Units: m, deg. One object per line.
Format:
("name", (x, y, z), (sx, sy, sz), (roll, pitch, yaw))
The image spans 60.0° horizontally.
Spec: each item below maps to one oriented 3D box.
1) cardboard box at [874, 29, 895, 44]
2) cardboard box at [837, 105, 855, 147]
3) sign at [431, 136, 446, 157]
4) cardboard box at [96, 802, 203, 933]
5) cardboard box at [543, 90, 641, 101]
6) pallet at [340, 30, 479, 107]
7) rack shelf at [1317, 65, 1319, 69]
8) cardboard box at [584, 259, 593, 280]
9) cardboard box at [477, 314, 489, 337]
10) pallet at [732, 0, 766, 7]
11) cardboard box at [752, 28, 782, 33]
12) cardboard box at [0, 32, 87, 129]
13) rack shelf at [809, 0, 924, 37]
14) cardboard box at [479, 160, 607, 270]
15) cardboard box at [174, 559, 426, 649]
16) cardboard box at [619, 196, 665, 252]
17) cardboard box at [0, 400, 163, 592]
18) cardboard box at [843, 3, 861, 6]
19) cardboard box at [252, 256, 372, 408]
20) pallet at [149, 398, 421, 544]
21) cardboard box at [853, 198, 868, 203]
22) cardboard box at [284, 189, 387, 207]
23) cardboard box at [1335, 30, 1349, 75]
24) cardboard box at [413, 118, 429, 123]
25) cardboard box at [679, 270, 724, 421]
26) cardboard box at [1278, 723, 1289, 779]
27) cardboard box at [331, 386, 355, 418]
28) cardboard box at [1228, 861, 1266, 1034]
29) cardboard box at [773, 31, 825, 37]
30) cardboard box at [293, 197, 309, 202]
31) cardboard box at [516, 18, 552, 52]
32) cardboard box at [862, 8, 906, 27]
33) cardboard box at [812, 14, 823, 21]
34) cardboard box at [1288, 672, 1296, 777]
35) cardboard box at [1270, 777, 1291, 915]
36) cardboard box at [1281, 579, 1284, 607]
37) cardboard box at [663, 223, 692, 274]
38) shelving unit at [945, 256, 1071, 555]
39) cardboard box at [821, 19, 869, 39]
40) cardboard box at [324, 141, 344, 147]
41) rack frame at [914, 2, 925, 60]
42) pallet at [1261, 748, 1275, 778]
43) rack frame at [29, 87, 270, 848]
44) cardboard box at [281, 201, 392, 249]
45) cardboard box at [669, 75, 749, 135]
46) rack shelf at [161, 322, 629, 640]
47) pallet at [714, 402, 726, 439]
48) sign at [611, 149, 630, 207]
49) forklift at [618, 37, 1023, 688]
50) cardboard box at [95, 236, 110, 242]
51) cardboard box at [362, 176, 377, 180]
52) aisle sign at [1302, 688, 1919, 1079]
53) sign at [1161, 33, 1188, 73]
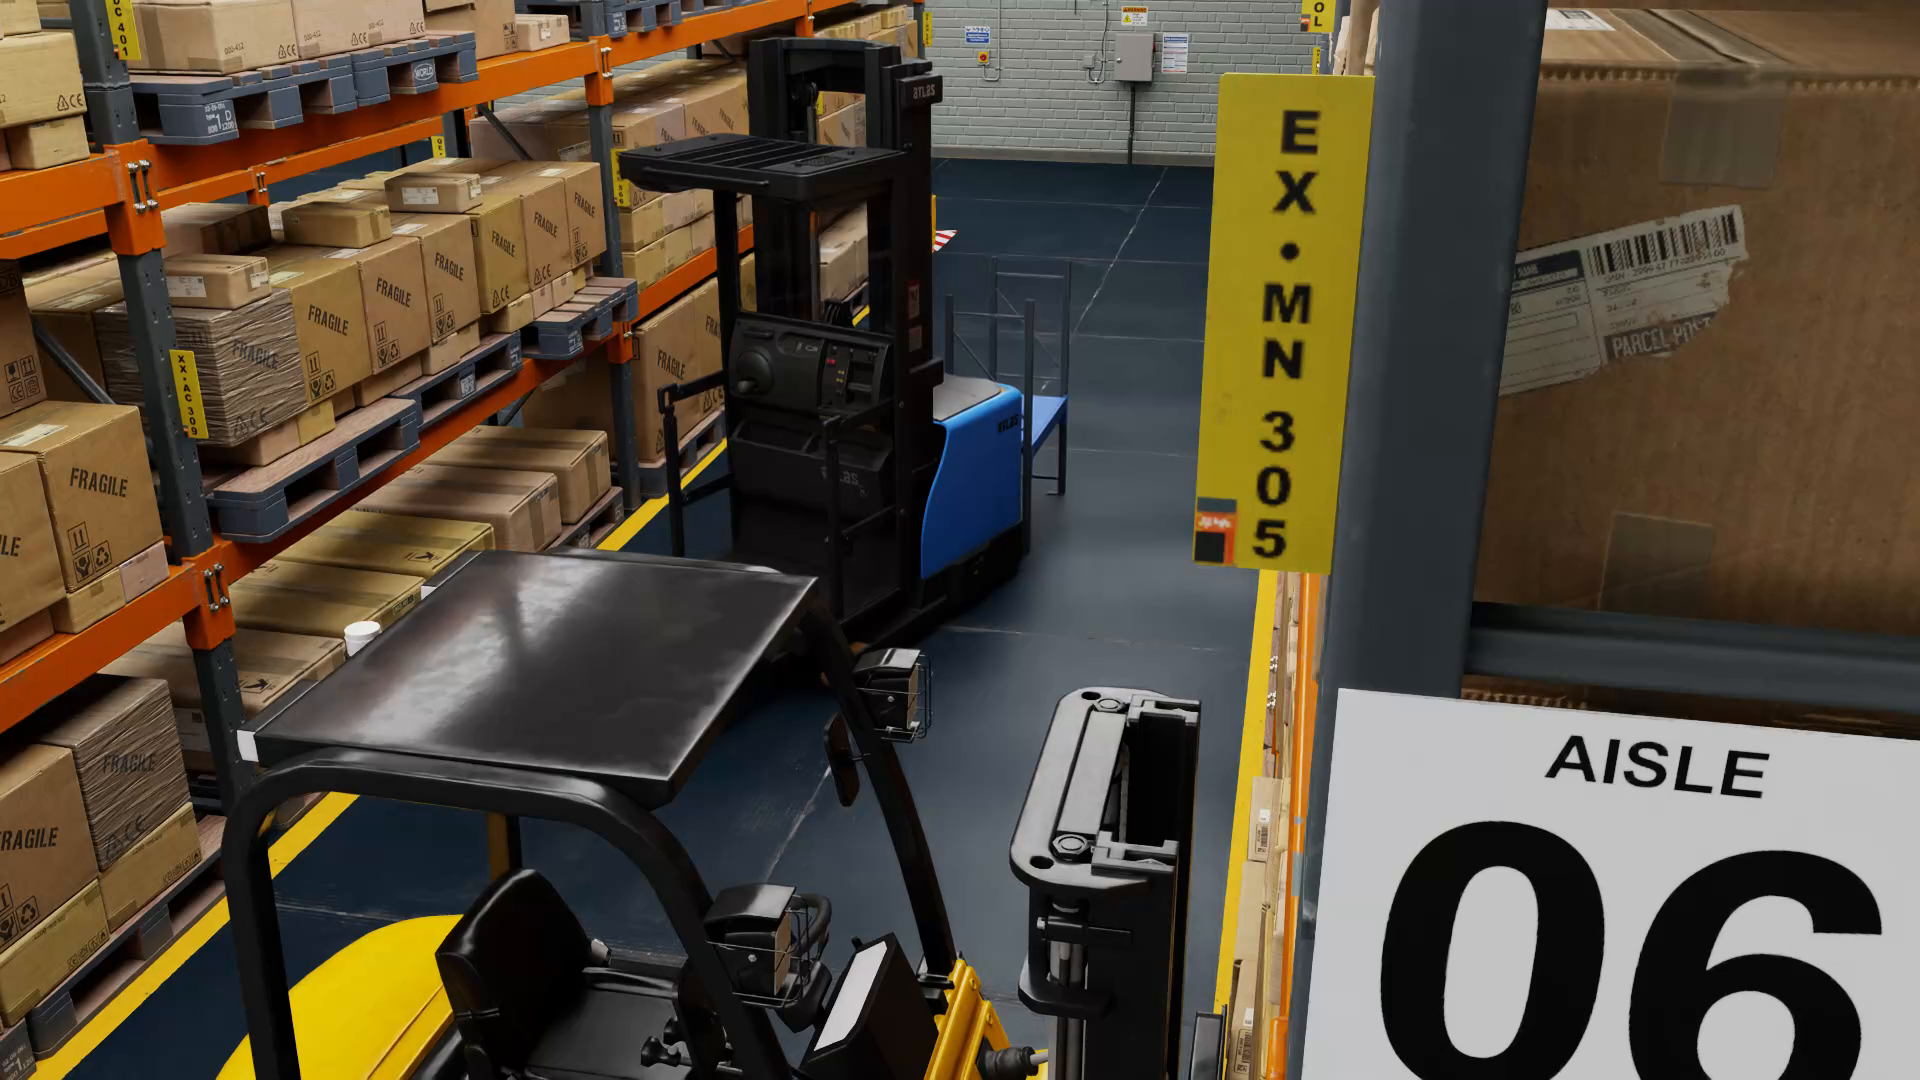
("cardboard box", (-0.906, -4.490, 15.515), (0.500, 0.500, 0.500), (4, 22, 11))
("cardboard box", (-1.216, -3.467, 14.313), (0.500, 0.500, 0.500), (5, 22, 11))
("sign", (-3.035, -2.201, 9.753), (0.100, 0.325, 0.005), (4, 22, 11))
("cardboard box", (-3.165, 1.158, 6.082), (0.500, 0.250, 0.500), (5, 23, 13))
("cardboard box", (-2.437, -2.711, 11.098), (0.500, 0.500, 0.500), (4, 22, 11))
("pallet", (-2.868, -2.061, 7.192), (1.213, 0.211, 1.003), (4, 22, 11))
("rack shelf", (1.961, -1.572, 6.689), (1.077, 0.370, 4.000), (4, 22, 11))
("cardboard box", (-2.327, -1.563, 9.493), (0.380, 0.149, 0.250), (5, 23, 13))
("cardboard box", (-2.595, -1.088, 8.315), (0.380, 0.149, 0.250), (5, 22, 11))
("pallet", (-1.814, -4.049, 12.133), (0.805, 0.209, 1.217), (4, 22, 9))
("cardboard box", (-1.703, -4.212, 13.956), (0.380, 0.149, 0.250), (4, 22, 11))
("cardboard box", (-3.134, -1.437, 5.193), (0.500, 0.250, 0.500), (4, 22, 10))
("rack shelf", (-1.267, -4.875, 14.890), (1.077, 0.370, 4.000), (4, 22, 11))
("cardboard box", (-2.312, -1.814, 9.249), (0.500, 0.500, 0.500), (4, 22, 9))
("cardboard box", (-3.059, 0.409, 7.777), (0.950, 0.372, 0.625), (6, 23, 14))
("cardboard box", (-2.146, -1.951, 10.215), (0.500, 0.250, 0.500), (4, 22, 11))
("cardboard box", (-3.154, -0.163, 5.710), (0.500, 0.500, 0.500), (4, 22, 10))
("cardboard box", (-1.202, -5.251, 16.535), (0.380, 0.149, 0.250), (5, 22, 12))
("cardboard box", (-2.829, -0.872, 6.908), (0.500, 0.500, 0.500), (5, 22, 11))
("pallet", (-3.009, -0.339, 6.937), (1.003, 0.211, 1.213), (4, 22, 11))
("cardboard box", (-0.895, -3.306, 16.914), (0.875, 0.438, 0.875), (4, 22, 9))
("cardboard box", (-3.011, -1.469, 8.391), (0.500, 0.500, 0.500), (5, 22, 12))
("cardboard box", (1.052, -0.759, 2.873), (0.797, 0.503, 0.637), (5, 23, 13))
("cardboard box", (-5.668, -4.355, 16.989), (0.380, 0.149, 0.250), (5, 22, 12))
("cardboard box", (-2.083, -1.404, 11.606), (0.875, 0.875, 0.875), (5, 22, 12))
("cardboard box", (1.014, 0.690, 3.990), (0.500, 0.500, 0.500), (4, 22, 10))
("cardboard box", (-2.843, -0.616, 7.142), (0.380, 0.149, 0.250), (6, 23, 14))
("cardboard box", (1.033, 1.173, 4.705), (0.500, 0.250, 0.500), (4, 22, 11))
("cardboard box", (-1.320, -4.087, 13.646), (0.380, 0.149, 0.250), (5, 22, 12))
("cardboard box", (-6.371, -3.289, 16.463), (0.380, 0.149, 0.250), (5, 22, 11))
("cardboard box", (-2.392, -2.675, 8.801), (0.380, 0.149, 0.250), (4, 22, 11))
("cardboard box", (-0.734, -5.017, 15.956), (0.380, 0.149, 0.250), (4, 22, 10))
("cardboard box", (-1.481, -4.777, 15.360), (0.380, 0.149, 0.250), (5, 22, 11))
("cardboard box", (0.941, 0.433, 3.762), (0.380, 0.149, 0.250), (4, 22, 9))
("cardboard box", (0.766, 0.574, 3.014), (0.380, 0.149, 0.250), (5, 22, 12))
("cardboard box", (1.400, 0.083, 5.834), (0.500, 0.250, 0.500), (5, 22, 12))
("cardboard box", (-2.057, -1.902, 10.761), (0.500, 0.250, 0.500), (4, 22, 9))
("shelving unit", (0.293, -0.825, 9.893), (0.538, 1.500, 1.048), (6, 23, 14))
("cardboard box", (-1.027, -4.548, 14.790), (0.380, 0.149, 0.250), (5, 22, 11))
("cardboard box", (-6.003, -3.776, 15.550), (0.380, 0.149, 0.250), (5, 22, 12))
("rack frame", (-0.859, -4.548, 17.132), (1.000, 3.000, 0.127), (4, 22, 11))
("pallet", (1.665, 1.238, 6.496), (1.003, 0.211, 1.213), (4, 22, 11))
("rack frame", (-3.307, -0.160, 6.235), (1.000, 3.000, 0.127), (4, 22, 11))
("cardboard box", (-2.744, -1.390, 7.327), (0.380, 0.149, 0.250), (6, 23, 14))
("cardboard box", (-1.741, -3.039, 11.913), (0.500, 0.500, 0.500), (5, 23, 13))
("rack shelf", (-2.899, -0.557, 8.185), (1.077, 0.370, 4.000), (4, 22, 11))
("pallet", (-2.005, -1.056, 12.194), (1.003, 0.211, 1.213), (4, 22, 11))
("sign", (-1.958, -2.085, 9.571), (0.100, 0.325, 0.005), (4, 22, 11))
("forklift", (-0.862, -0.832, 7.995), (1.130, 2.935, 3.031), (13, 26, 30))
("cardboard box", (-6.564, -2.330, 13.405), (0.500, 0.250, 0.500), (6, 23, 13))
("cardboard box", (-6.103, -3.761, 17.635), (0.380, 0.149, 0.250), (5, 22, 12))
("aisle sign", (0.436, 0.476, 1.177), (0.394, 0.787, 0.004), (4, 22, 11))
("sign", (2.822, -6.393, 21.839), (0.329, 0.494, 0.001), (4, 22, 11))
